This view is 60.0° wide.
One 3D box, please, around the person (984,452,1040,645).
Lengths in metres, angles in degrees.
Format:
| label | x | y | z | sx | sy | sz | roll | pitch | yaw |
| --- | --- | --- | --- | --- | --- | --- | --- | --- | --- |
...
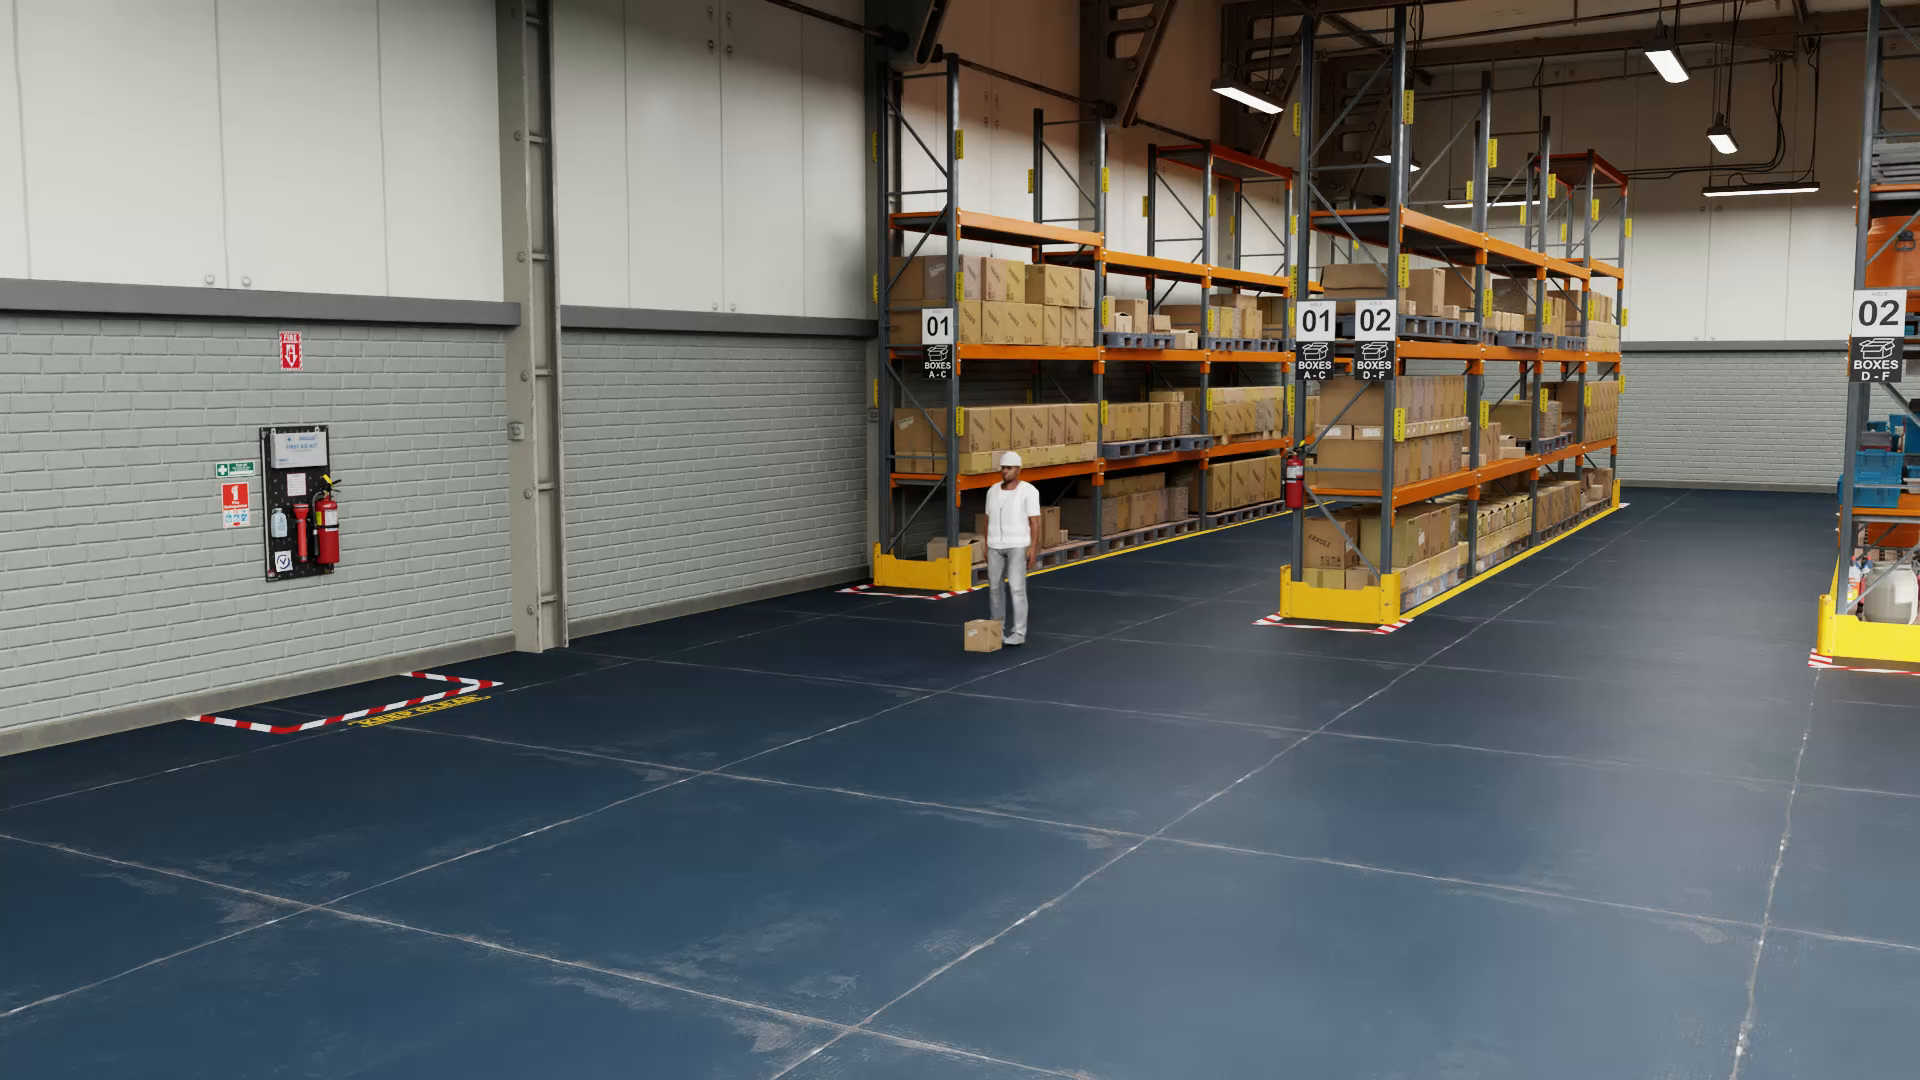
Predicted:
| label | x | y | z | sx | sy | sz | roll | pitch | yaw |
| --- | --- | --- | --- | --- | --- | --- | --- | --- | --- |
| person | 0.441 | 0.081 | 15.333 | 0.577 | 1.788 | 0.489 | 3 | 7 | 30 |
